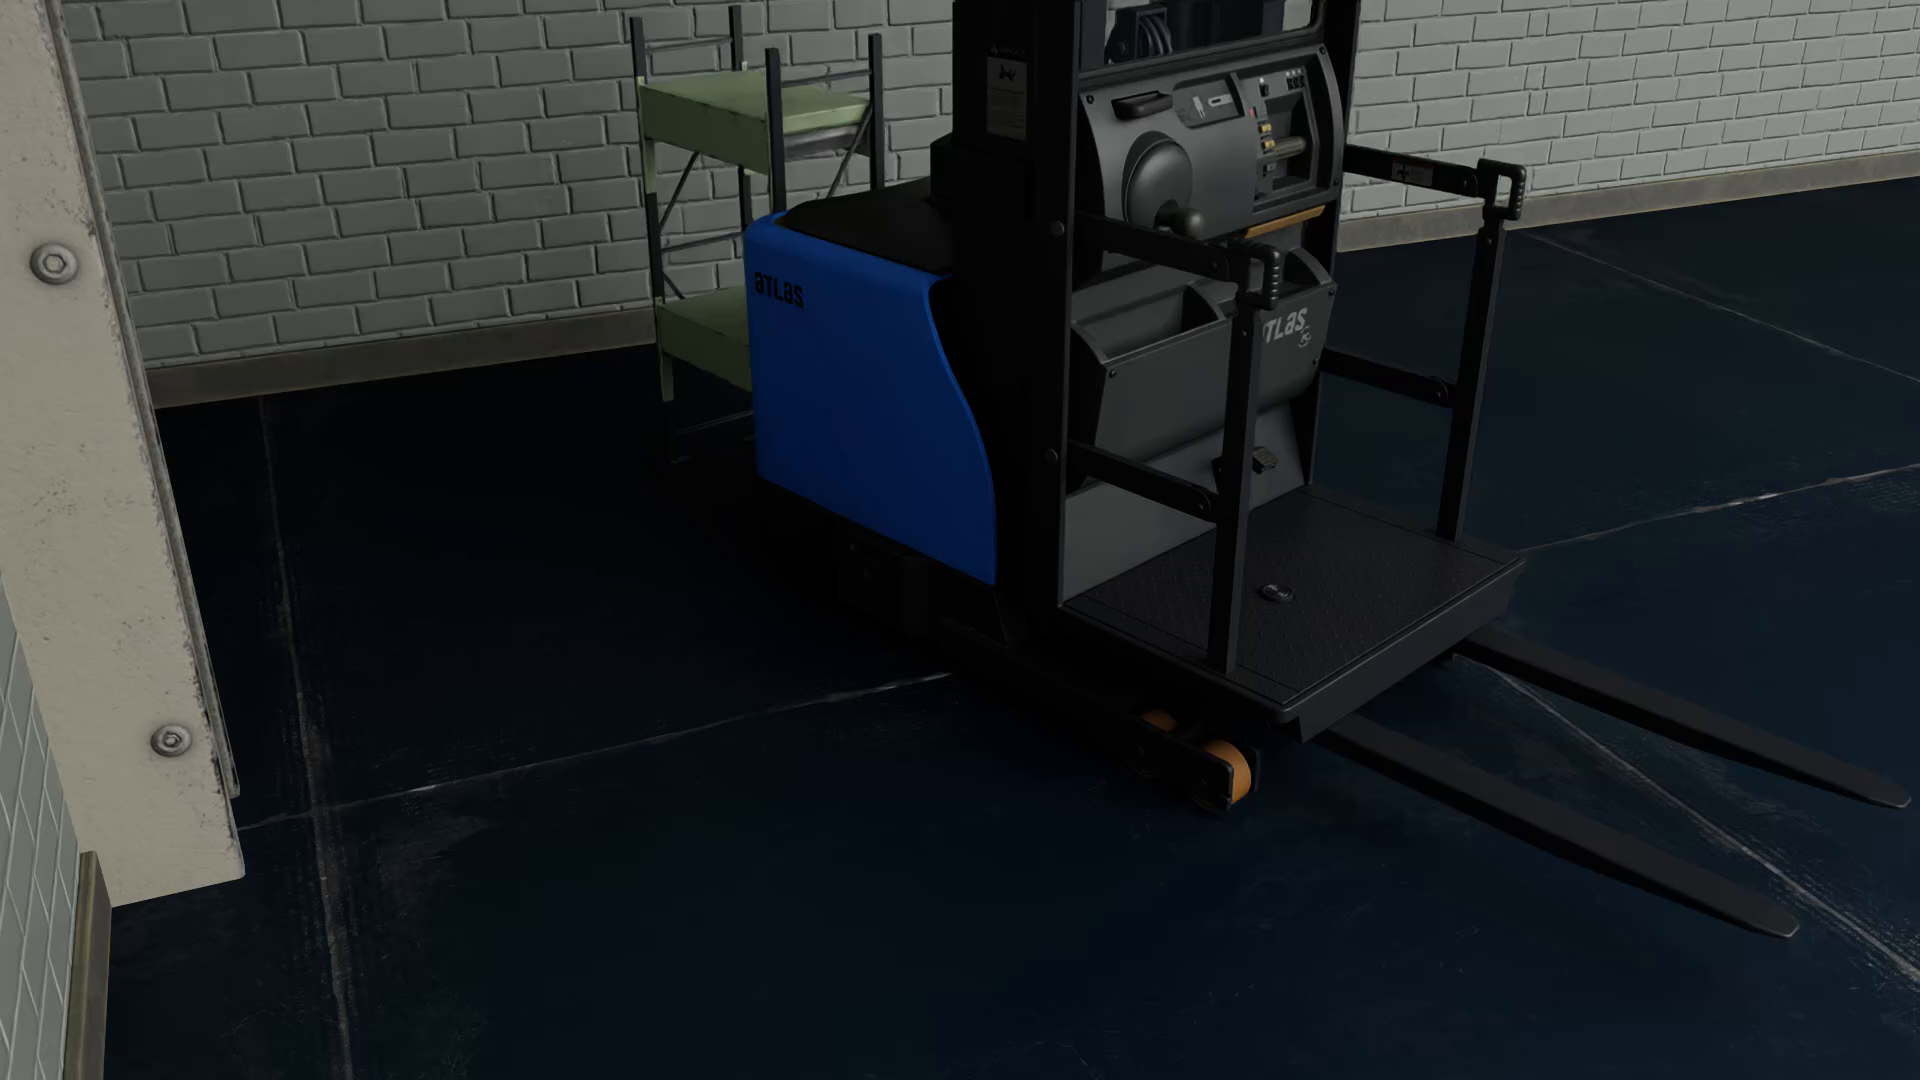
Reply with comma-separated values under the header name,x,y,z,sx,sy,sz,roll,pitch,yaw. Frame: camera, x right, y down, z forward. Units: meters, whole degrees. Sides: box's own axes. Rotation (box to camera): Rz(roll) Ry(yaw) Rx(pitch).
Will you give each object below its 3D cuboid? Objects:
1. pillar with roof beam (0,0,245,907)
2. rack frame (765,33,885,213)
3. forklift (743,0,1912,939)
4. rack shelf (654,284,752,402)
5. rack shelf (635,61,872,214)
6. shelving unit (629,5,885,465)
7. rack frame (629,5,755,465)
name,x,y,z,sx,sy,sz,roll,pitch,yaw
pillar with roof beam,2.146,-4.085,3.361,9.100,9.000,0.400,-11,28,-21
rack frame,-0.387,-0.752,5.080,0.400,1.500,0.023,-21,33,-36
forklift,0.767,-0.932,3.819,1.130,2.935,3.031,-23,34,-39
rack shelf,-0.625,-0.580,5.472,0.431,0.370,0.720,-21,33,-36
rack shelf,-0.625,-1.224,5.158,0.431,0.370,0.720,-21,33,-36
shelving unit,-0.625,-0.873,5.329,0.431,1.500,0.755,-21,33,-36
rack frame,-0.864,-0.995,5.578,0.400,1.500,0.023,-21,33,-36
